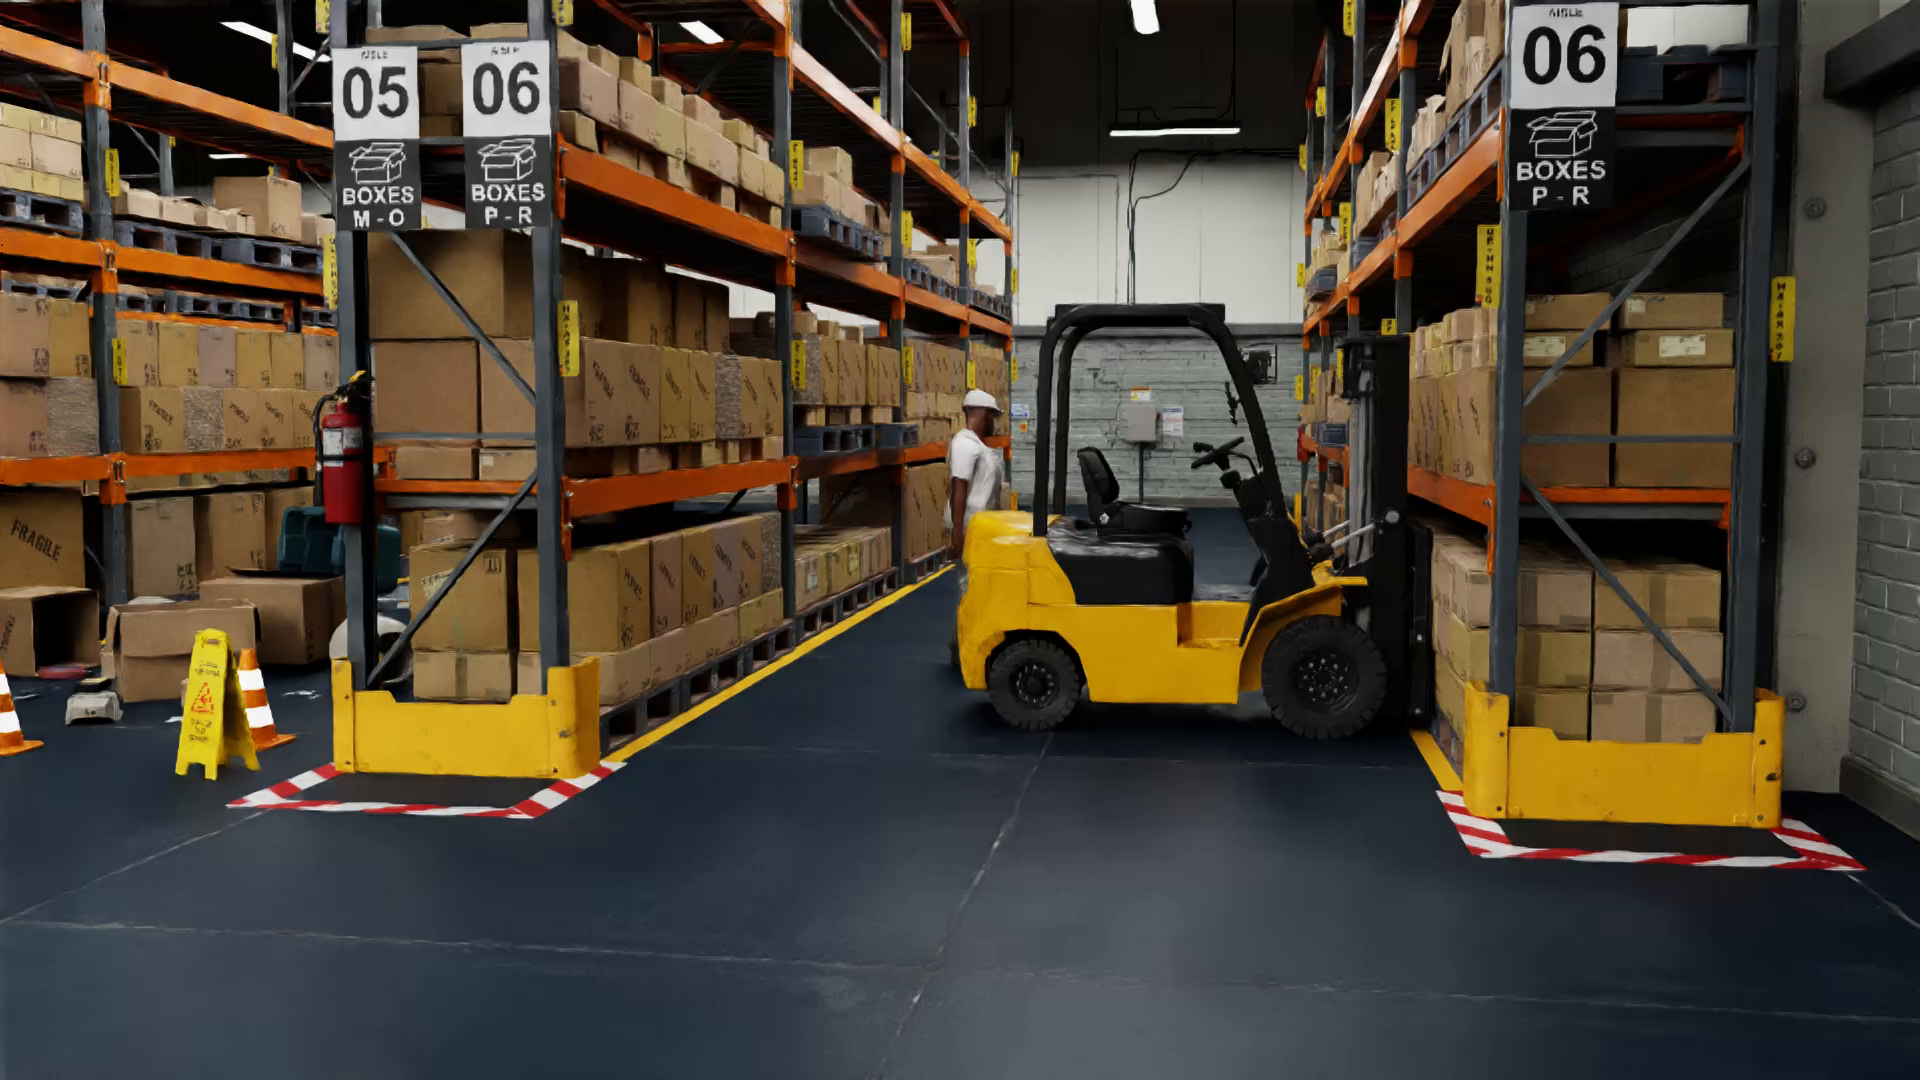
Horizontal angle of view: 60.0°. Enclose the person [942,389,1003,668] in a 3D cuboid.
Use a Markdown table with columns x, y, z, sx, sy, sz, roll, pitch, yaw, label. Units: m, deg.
| x | y | z | sx | sy | sz | roll | pitch | yaw | label |
| --- | --- | --- | --- | --- | --- | --- | --- | --- | --- |
| 0.136 | -0.055 | 10.359 | 0.555 | 1.768 | 0.683 | 2 | 5 | 19 | person |
